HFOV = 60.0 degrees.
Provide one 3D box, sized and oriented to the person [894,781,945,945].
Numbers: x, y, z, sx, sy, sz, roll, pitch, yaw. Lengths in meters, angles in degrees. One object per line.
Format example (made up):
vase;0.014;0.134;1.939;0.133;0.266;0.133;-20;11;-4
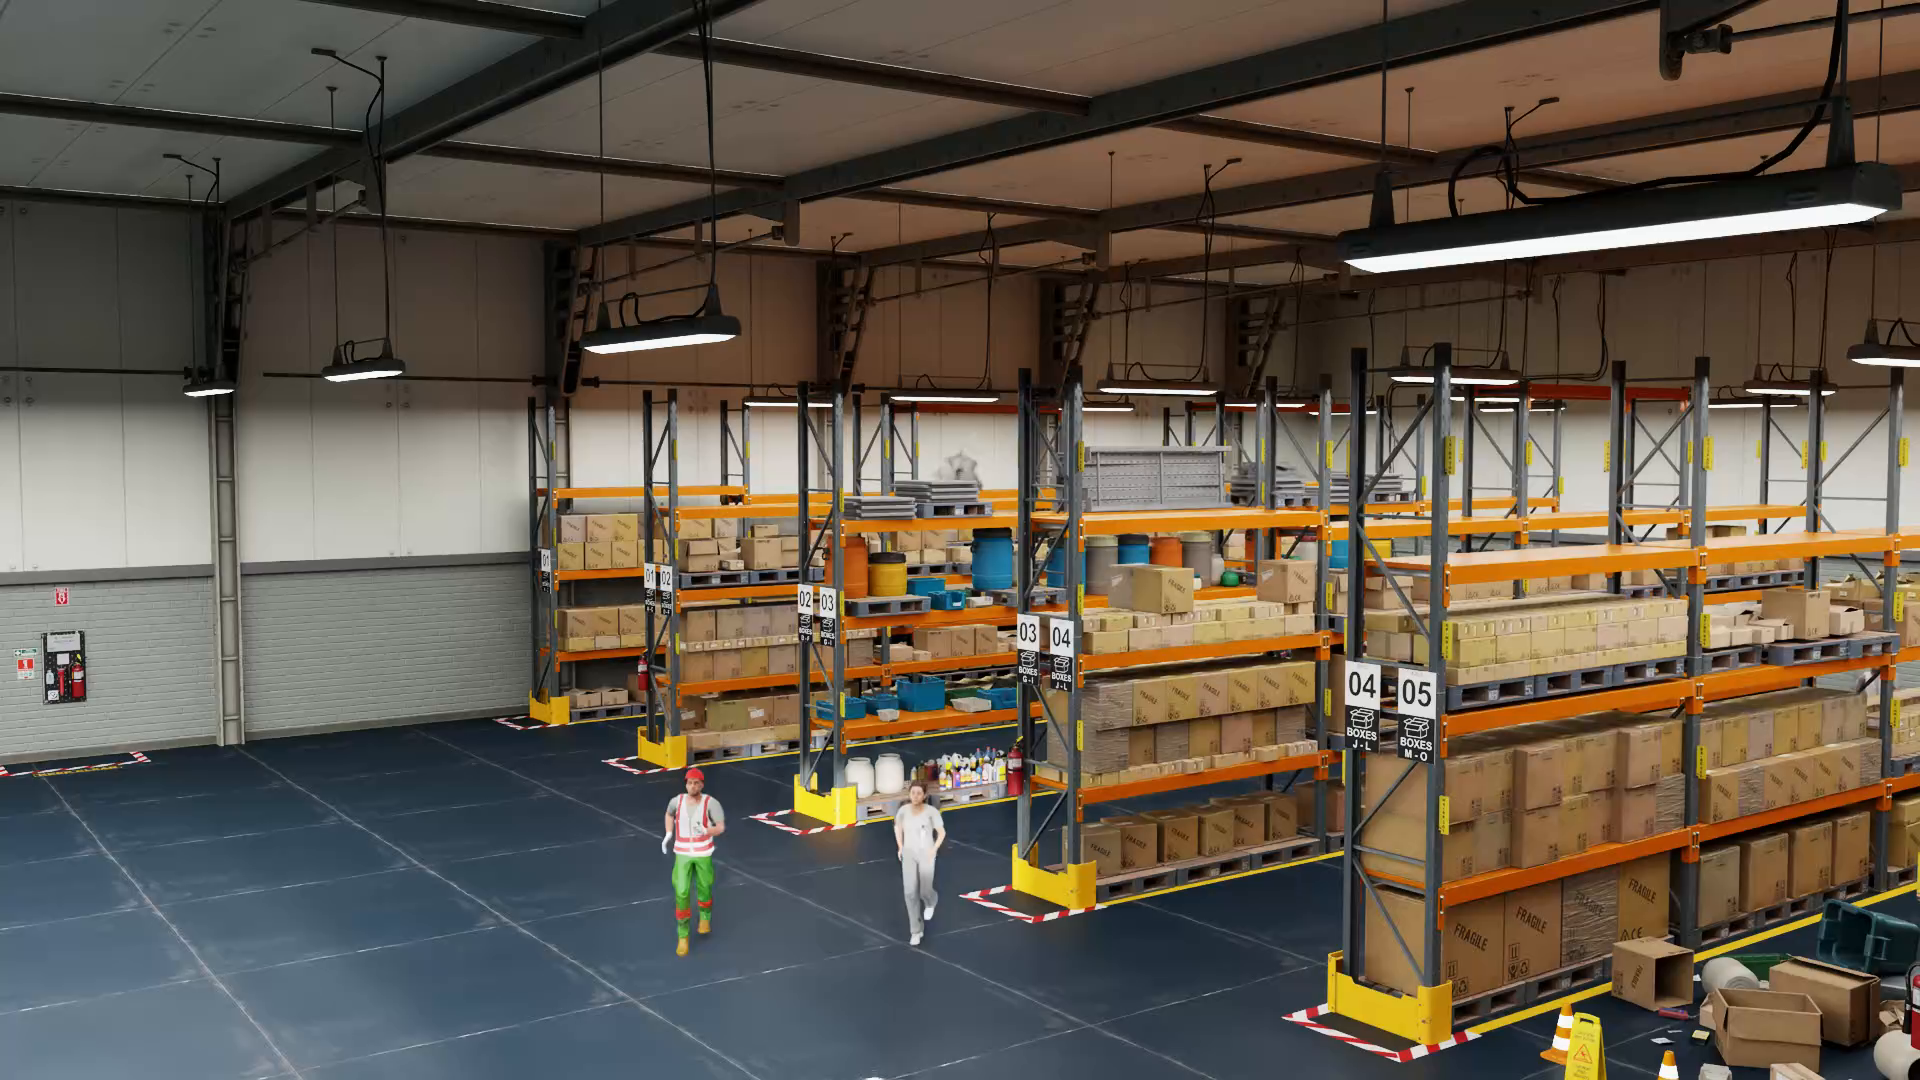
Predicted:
person;-0.420;3.321;17.415;0.556;1.652;0.819;0;3;8

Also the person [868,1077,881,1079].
person;-0.486;3.746;8.859;0.676;1.748;0.659;0;3;-7

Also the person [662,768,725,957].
person;-2.728;3.247;17.045;0.654;1.834;0.835;0;3;-3

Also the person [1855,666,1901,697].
person;14.804;2.716;26.844;0.656;1.737;0.793;2;4;33
